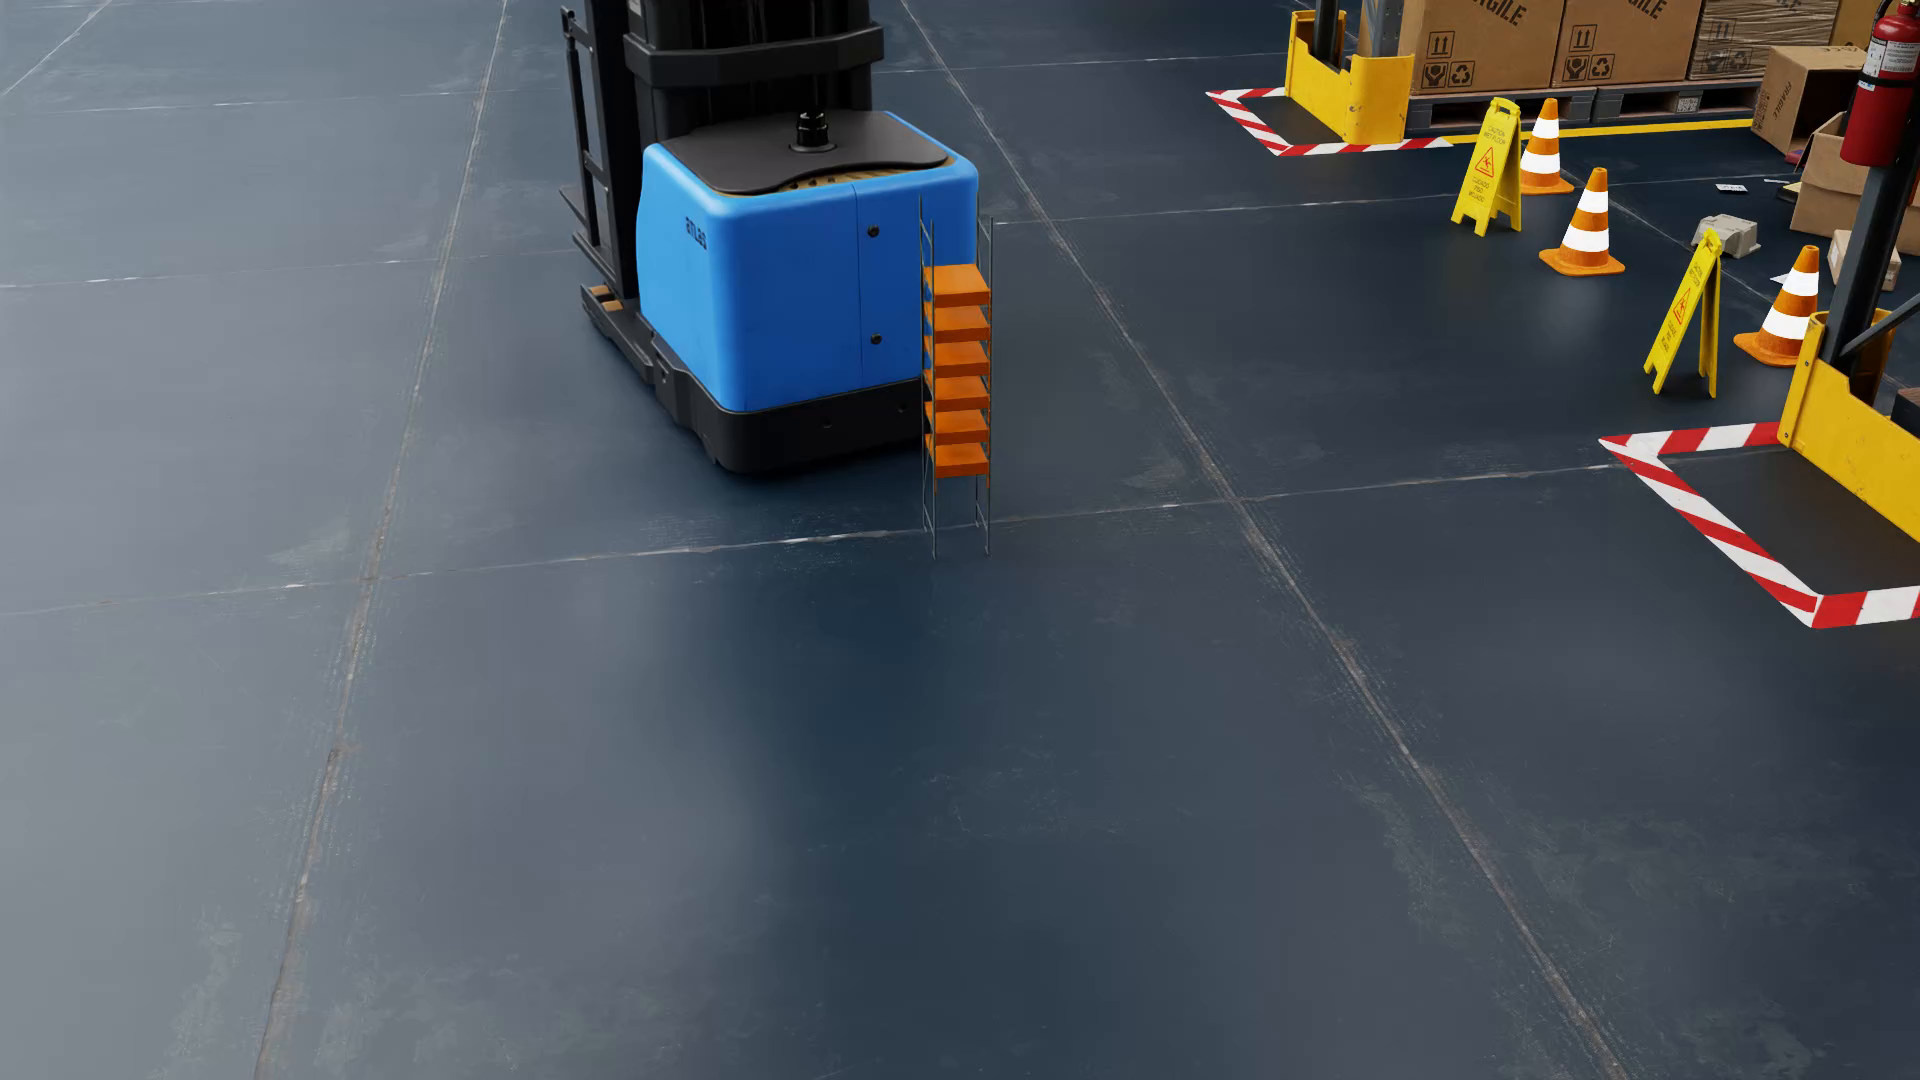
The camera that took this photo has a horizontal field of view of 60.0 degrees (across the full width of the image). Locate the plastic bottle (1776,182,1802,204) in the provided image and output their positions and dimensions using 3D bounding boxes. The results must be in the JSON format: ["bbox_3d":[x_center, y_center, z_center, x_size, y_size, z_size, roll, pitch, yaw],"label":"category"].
[{"bbox_3d":[4.490,-1.856,8.846,0.283,0.061,0.133,-17,34,-26],"label":"plastic bottle"}]

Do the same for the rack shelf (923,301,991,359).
[{"bbox_3d":[-0.014,-0.684,5.344,0.180,0.103,0.258,-5,31,-9],"label":"rack shelf"}]

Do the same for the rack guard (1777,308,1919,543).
[{"bbox_3d":[3.416,-0.354,5.859,0.348,0.500,1.175,-5,31,-9],"label":"rack guard"}]

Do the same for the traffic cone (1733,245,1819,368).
[{"bbox_3d":[3.532,-1.013,7.017,0.334,0.463,0.336,-5,31,-9],"label":"traffic cone"}]

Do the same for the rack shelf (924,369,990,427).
[{"bbox_3d":[-0.014,-0.478,5.466,0.180,0.103,0.258,-5,31,-9],"label":"rack shelf"}]

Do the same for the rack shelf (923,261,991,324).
[{"bbox_3d":[-0.014,-0.788,5.284,0.180,0.103,0.258,-5,31,-9],"label":"rack shelf"}]

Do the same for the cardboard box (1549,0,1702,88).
[{"bbox_3d":[3.871,-3.325,10.127,0.875,0.875,0.875,-6,31,-10],"label":"cardboard box"}]

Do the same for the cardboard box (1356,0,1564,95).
[{"bbox_3d":[3.005,-3.243,9.988,0.875,0.875,0.875,-5,31,-9],"label":"cardboard box"}]

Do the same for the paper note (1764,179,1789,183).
[{"bbox_3d":[4.453,-1.955,9.065,0.123,0.001,0.032,10,32,17],"label":"paper note"}]

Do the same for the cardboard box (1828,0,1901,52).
[{"bbox_3d":[5.654,-3.491,10.410,0.875,0.875,0.875,-5,31,-8],"label":"cardboard box"}]

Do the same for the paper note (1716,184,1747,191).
[{"bbox_3d":[4.158,-1.896,8.945,0.142,0.017,0.144,5,31,8],"label":"paper note"}]

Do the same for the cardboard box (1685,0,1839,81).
[{"bbox_3d":[4.768,-3.407,10.266,0.875,0.875,0.875,-5,31,-9],"label":"cardboard box"}]

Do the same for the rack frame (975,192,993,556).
[{"bbox_3d":[0.076,-0.524,5.458,0.006,1.200,0.240,-5,31,-9],"label":"rack frame"}]

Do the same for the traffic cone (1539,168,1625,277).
[{"bbox_3d":[2.998,-1.536,7.905,0.334,0.463,0.336,-5,31,-9],"label":"traffic cone"}]

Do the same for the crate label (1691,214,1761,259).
[{"bbox_3d":[3.760,-1.498,8.162,0.298,0.136,0.250,-23,38,-34],"label":"crate label"}]

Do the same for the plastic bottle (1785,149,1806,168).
[{"bbox_3d":[4.770,-2.108,9.274,0.133,0.061,0.283,-17,34,-26],"label":"plastic bottle"}]

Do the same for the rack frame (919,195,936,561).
[{"bbox_3d":[-0.104,-0.508,5.429,0.006,1.200,0.240,-5,31,-9],"label":"rack frame"}]

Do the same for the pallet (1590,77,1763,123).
[{"bbox_3d":[4.320,-2.903,10.479,1.213,0.211,1.003,-5,31,-9],"label":"pallet"}]

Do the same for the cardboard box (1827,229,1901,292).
[{"bbox_3d":[4.266,-1.322,7.852,0.250,0.149,0.380,10,32,17],"label":"cardboard box"}]

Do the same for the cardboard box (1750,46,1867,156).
[{"bbox_3d":[4.943,-2.519,9.538,0.500,0.500,0.500,0,30,0],"label":"cardboard box"}]

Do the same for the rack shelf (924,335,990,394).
[{"bbox_3d":[-0.014,-0.581,5.405,0.180,0.103,0.258,-5,31,-9],"label":"rack shelf"}]

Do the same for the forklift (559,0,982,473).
[{"bbox_3d":[-1.026,-2.229,6.650,1.130,2.935,3.031,-14,33,-23],"label":"forklift"}]

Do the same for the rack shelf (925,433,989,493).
[{"bbox_3d":[-0.014,-0.271,5.588,0.180,0.103,0.258,-5,31,-9],"label":"rack shelf"}]

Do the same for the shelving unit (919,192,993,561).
[{"bbox_3d":[-0.014,-0.516,5.444,0.189,1.200,0.258,-5,31,-9],"label":"shelving unit"}]

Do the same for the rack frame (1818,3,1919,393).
[{"bbox_3d":[3.341,-1.424,5.213,0.127,3.000,1.000,-5,31,-9],"label":"rack frame"}]

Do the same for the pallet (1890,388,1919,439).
[{"bbox_3d":[4.222,-0.286,6.028,1.213,0.211,1.003,-5,31,-9],"label":"pallet"}]

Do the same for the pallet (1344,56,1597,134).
[{"bbox_3d":[3.123,-2.793,10.292,1.213,0.211,1.003,-5,31,-9],"label":"pallet"}]

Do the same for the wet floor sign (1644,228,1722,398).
[{"bbox_3d":[2.962,-0.926,6.688,0.232,0.644,0.267,5,31,8],"label":"wet floor sign"}]

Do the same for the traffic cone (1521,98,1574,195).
[{"bbox_3d":[3.128,-2.130,8.916,0.334,0.463,0.336,-5,31,-9],"label":"traffic cone"}]

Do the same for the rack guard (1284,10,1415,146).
[{"bbox_3d":[2.327,-2.804,10.025,0.348,0.500,1.175,-5,31,-9],"label":"rack guard"}]

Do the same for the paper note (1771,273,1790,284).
[{"bbox_3d":[3.913,-1.223,7.800,0.142,0.019,0.148,-17,34,-26],"label":"paper note"}]

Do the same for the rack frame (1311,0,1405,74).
[{"bbox_3d":[2.350,-3.883,9.395,0.127,3.000,1.000,-5,31,-9],"label":"rack frame"}]

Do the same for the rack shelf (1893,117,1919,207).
[{"bbox_3d":[5.309,-1.297,5.706,4.000,0.370,1.077,-5,31,-9],"label":"rack shelf"}]

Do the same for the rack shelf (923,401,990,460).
[{"bbox_3d":[-0.014,-0.374,5.527,0.180,0.103,0.258,-5,31,-9],"label":"rack shelf"}]

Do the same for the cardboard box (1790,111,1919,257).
[{"bbox_3d":[4.613,-1.771,8.265,0.797,0.503,0.637,23,37,33],"label":"cardboard box"}]

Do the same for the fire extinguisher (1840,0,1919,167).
[{"bbox_3d":[3.146,-1.610,5.606,0.183,0.674,0.296,-5,31,-9],"label":"fire extinguisher"}]

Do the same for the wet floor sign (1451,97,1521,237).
[{"bbox_3d":[2.678,-1.879,8.308,0.232,0.644,0.267,-11,32,-17],"label":"wet floor sign"}]
